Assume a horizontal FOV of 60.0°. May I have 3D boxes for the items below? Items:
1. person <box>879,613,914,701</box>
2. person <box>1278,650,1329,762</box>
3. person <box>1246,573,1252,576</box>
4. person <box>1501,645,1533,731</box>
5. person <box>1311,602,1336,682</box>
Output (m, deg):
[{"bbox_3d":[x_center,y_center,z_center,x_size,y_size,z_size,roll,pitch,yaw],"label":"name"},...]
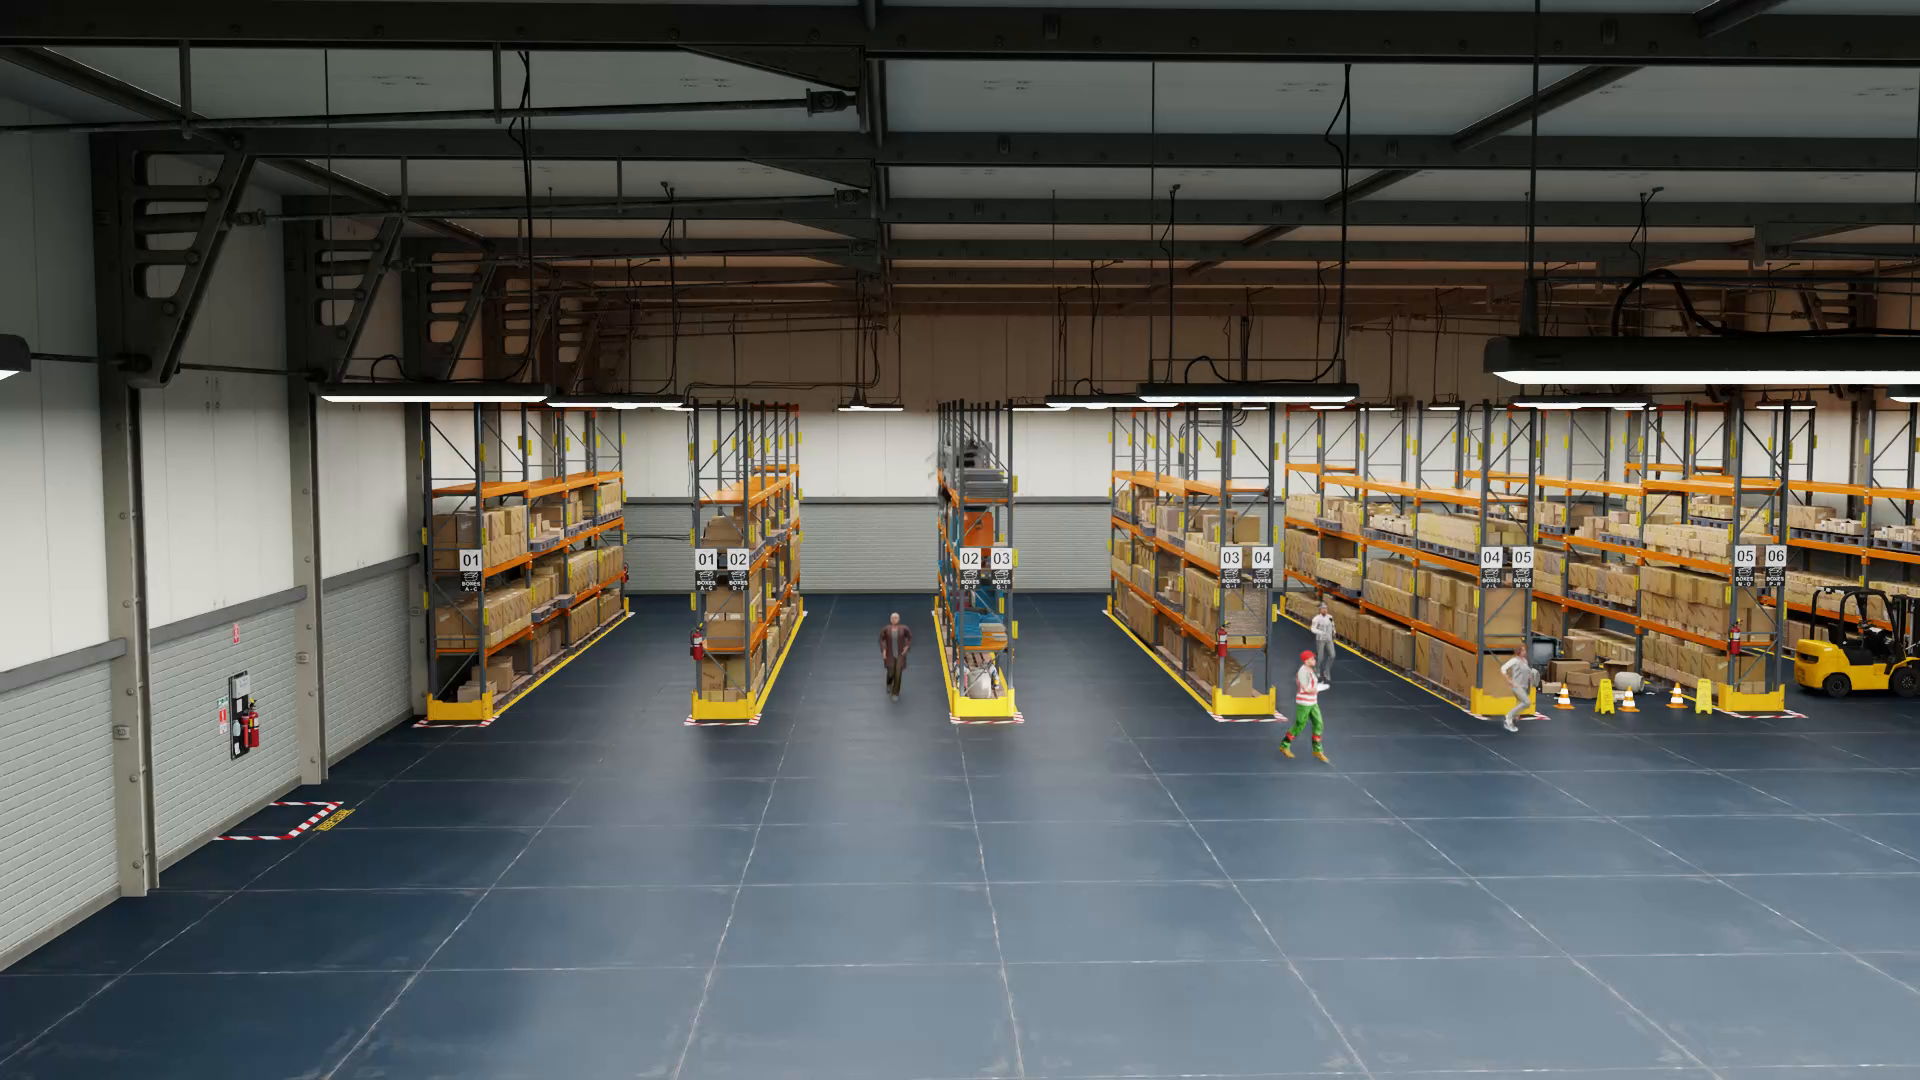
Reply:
[{"bbox_3d":[-1.277,2.332,33.340,0.706,1.750,0.691,0,4,2],"label":"person"},{"bbox_3d":[5.679,2.735,27.409,0.837,1.846,0.662,2,5,29],"label":"person"},{"bbox_3d":[7.958,1.327,47.290,0.617,1.658,0.786,3,5,37],"label":"person"},{"bbox_3d":[10.090,2.671,29.993,0.534,1.560,0.527,4,6,44],"label":"person"},{"bbox_3d":[7.824,2.181,35.727,0.616,1.716,0.683,-1,4,-9],"label":"person"}]
